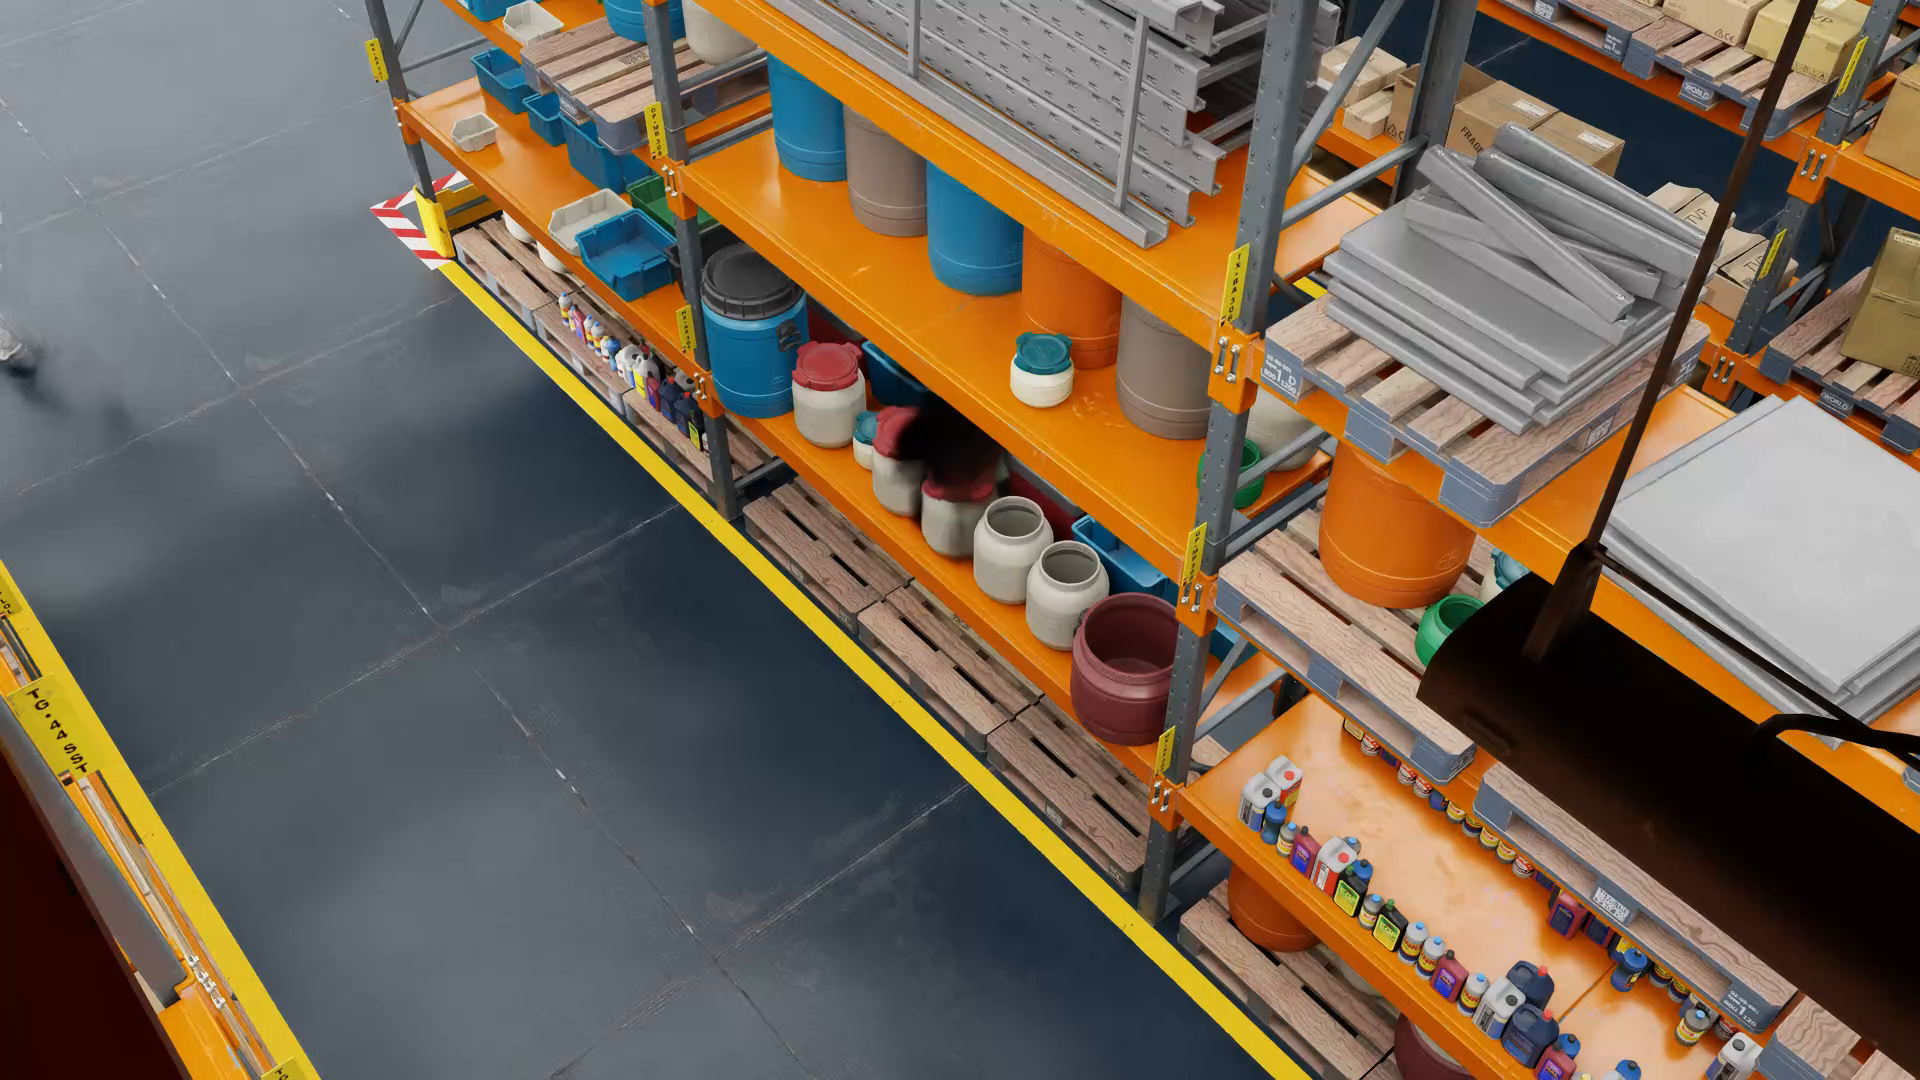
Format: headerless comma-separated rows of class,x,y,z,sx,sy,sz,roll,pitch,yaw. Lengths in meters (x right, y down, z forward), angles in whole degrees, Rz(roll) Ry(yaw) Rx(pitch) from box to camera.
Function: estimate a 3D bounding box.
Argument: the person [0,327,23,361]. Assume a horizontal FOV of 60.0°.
person,-7.160,-1.871,11.678,0.724,1.720,0.649,22,50,19
